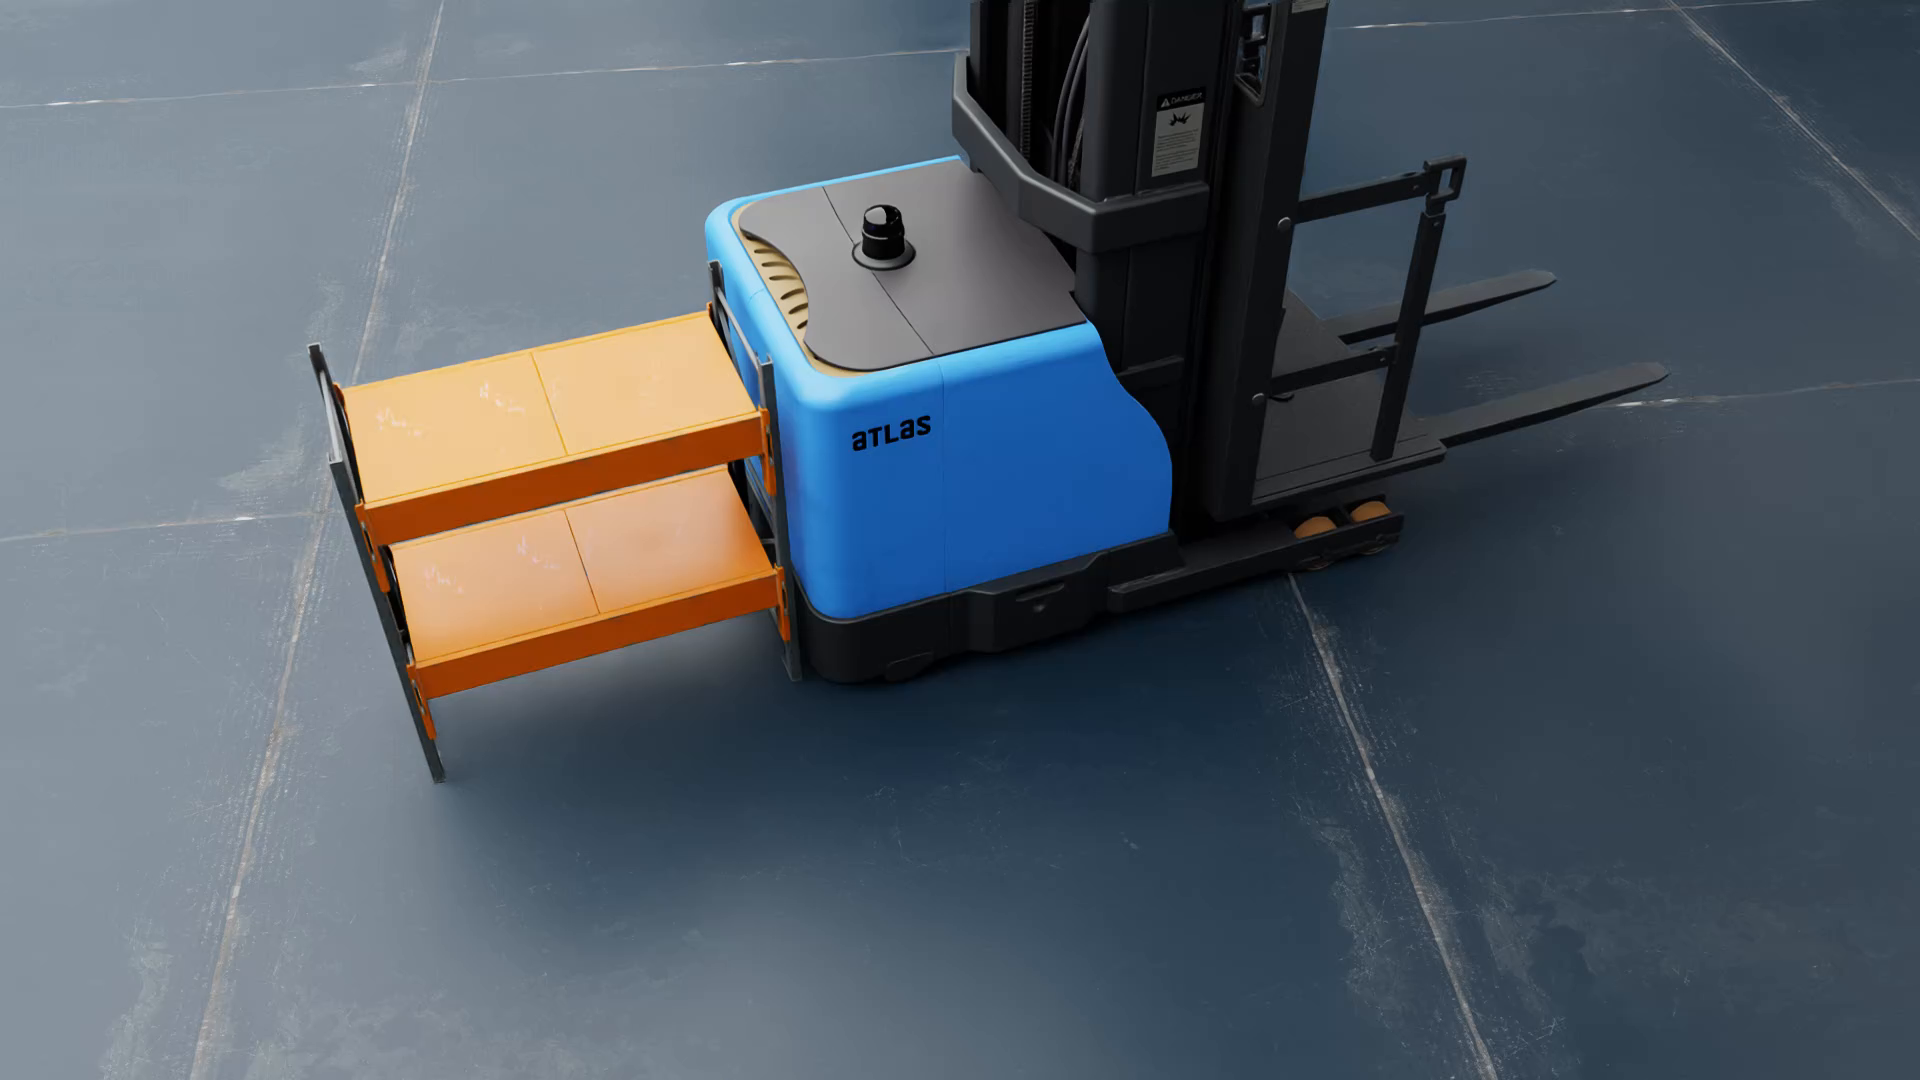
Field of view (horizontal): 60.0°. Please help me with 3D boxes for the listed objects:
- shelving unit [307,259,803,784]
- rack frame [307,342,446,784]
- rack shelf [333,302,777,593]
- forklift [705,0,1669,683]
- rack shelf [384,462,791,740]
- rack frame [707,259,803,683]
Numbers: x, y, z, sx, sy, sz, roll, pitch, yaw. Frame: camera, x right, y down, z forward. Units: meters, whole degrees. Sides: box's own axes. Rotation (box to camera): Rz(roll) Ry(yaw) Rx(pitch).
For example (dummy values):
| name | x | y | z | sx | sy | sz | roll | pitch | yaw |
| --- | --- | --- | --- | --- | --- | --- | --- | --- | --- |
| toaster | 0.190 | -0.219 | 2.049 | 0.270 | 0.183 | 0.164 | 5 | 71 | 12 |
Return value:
| name | x | y | z | sx | sy | sz | roll | pitch | yaw |
| --- | --- | --- | --- | --- | --- | --- | --- | --- | --- |
| shelving unit | -1.033 | -0.039 | 4.454 | 1.048 | 1.125 | 0.538 | -15 | 44 | -16 |
| rack frame | -1.506 | 0.087 | 4.314 | 0.032 | 1.125 | 0.500 | -15 | 44 | -16 |
| rack shelf | -1.033 | -0.257 | 4.258 | 1.000 | 0.278 | 0.538 | -15 | 44 | -16 |
| forklift | 0.834 | -1.311 | 4.515 | 3.031 | 2.935 | 1.130 | -15 | 44 | -16 |
| rack shelf | -1.033 | 0.142 | 4.617 | 1.000 | 0.278 | 0.538 | -15 | 44 | -16 |
| rack frame | -0.561 | -0.165 | 4.593 | 0.032 | 1.125 | 0.500 | -15 | 44 | -16 |
